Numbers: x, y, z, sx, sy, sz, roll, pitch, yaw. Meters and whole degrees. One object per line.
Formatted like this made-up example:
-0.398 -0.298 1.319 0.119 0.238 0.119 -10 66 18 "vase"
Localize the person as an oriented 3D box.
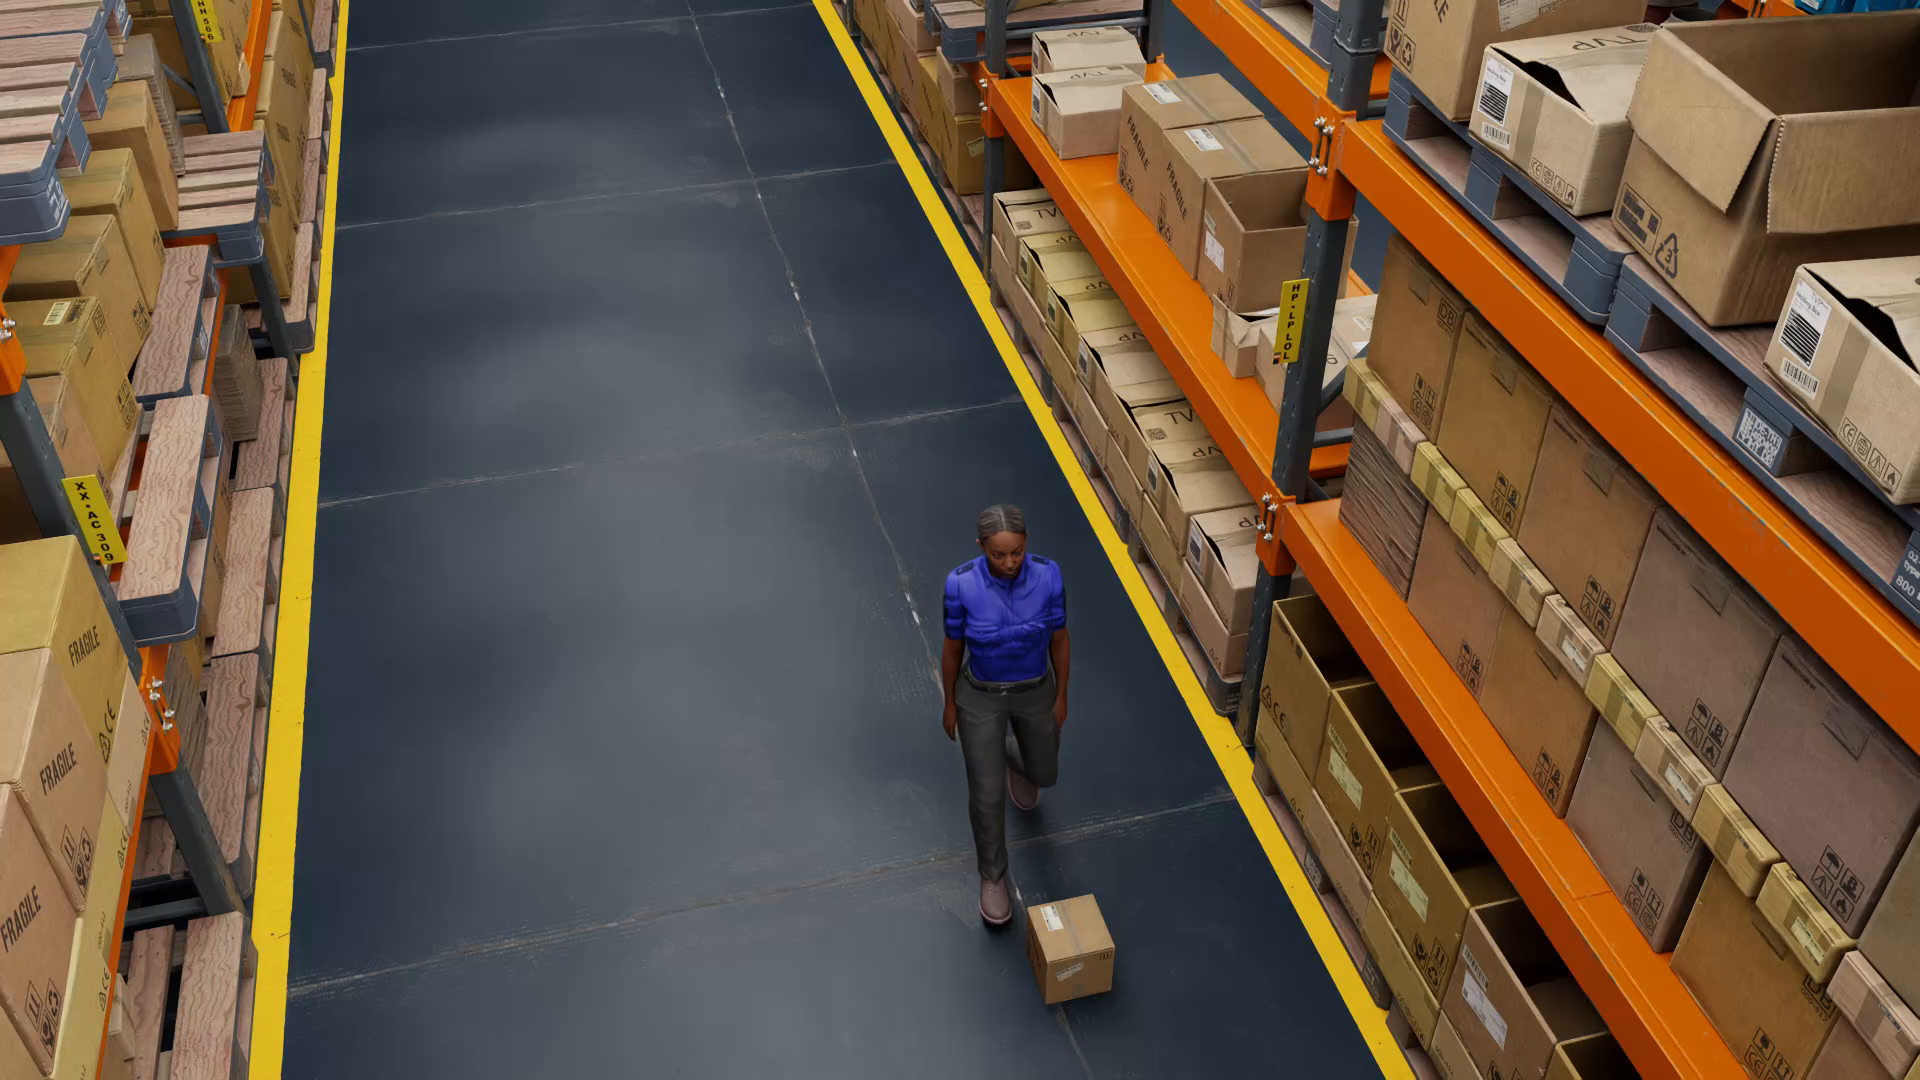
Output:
0.168 0.565 5.988 0.463 1.624 0.781 -6 39 -8 "person"
